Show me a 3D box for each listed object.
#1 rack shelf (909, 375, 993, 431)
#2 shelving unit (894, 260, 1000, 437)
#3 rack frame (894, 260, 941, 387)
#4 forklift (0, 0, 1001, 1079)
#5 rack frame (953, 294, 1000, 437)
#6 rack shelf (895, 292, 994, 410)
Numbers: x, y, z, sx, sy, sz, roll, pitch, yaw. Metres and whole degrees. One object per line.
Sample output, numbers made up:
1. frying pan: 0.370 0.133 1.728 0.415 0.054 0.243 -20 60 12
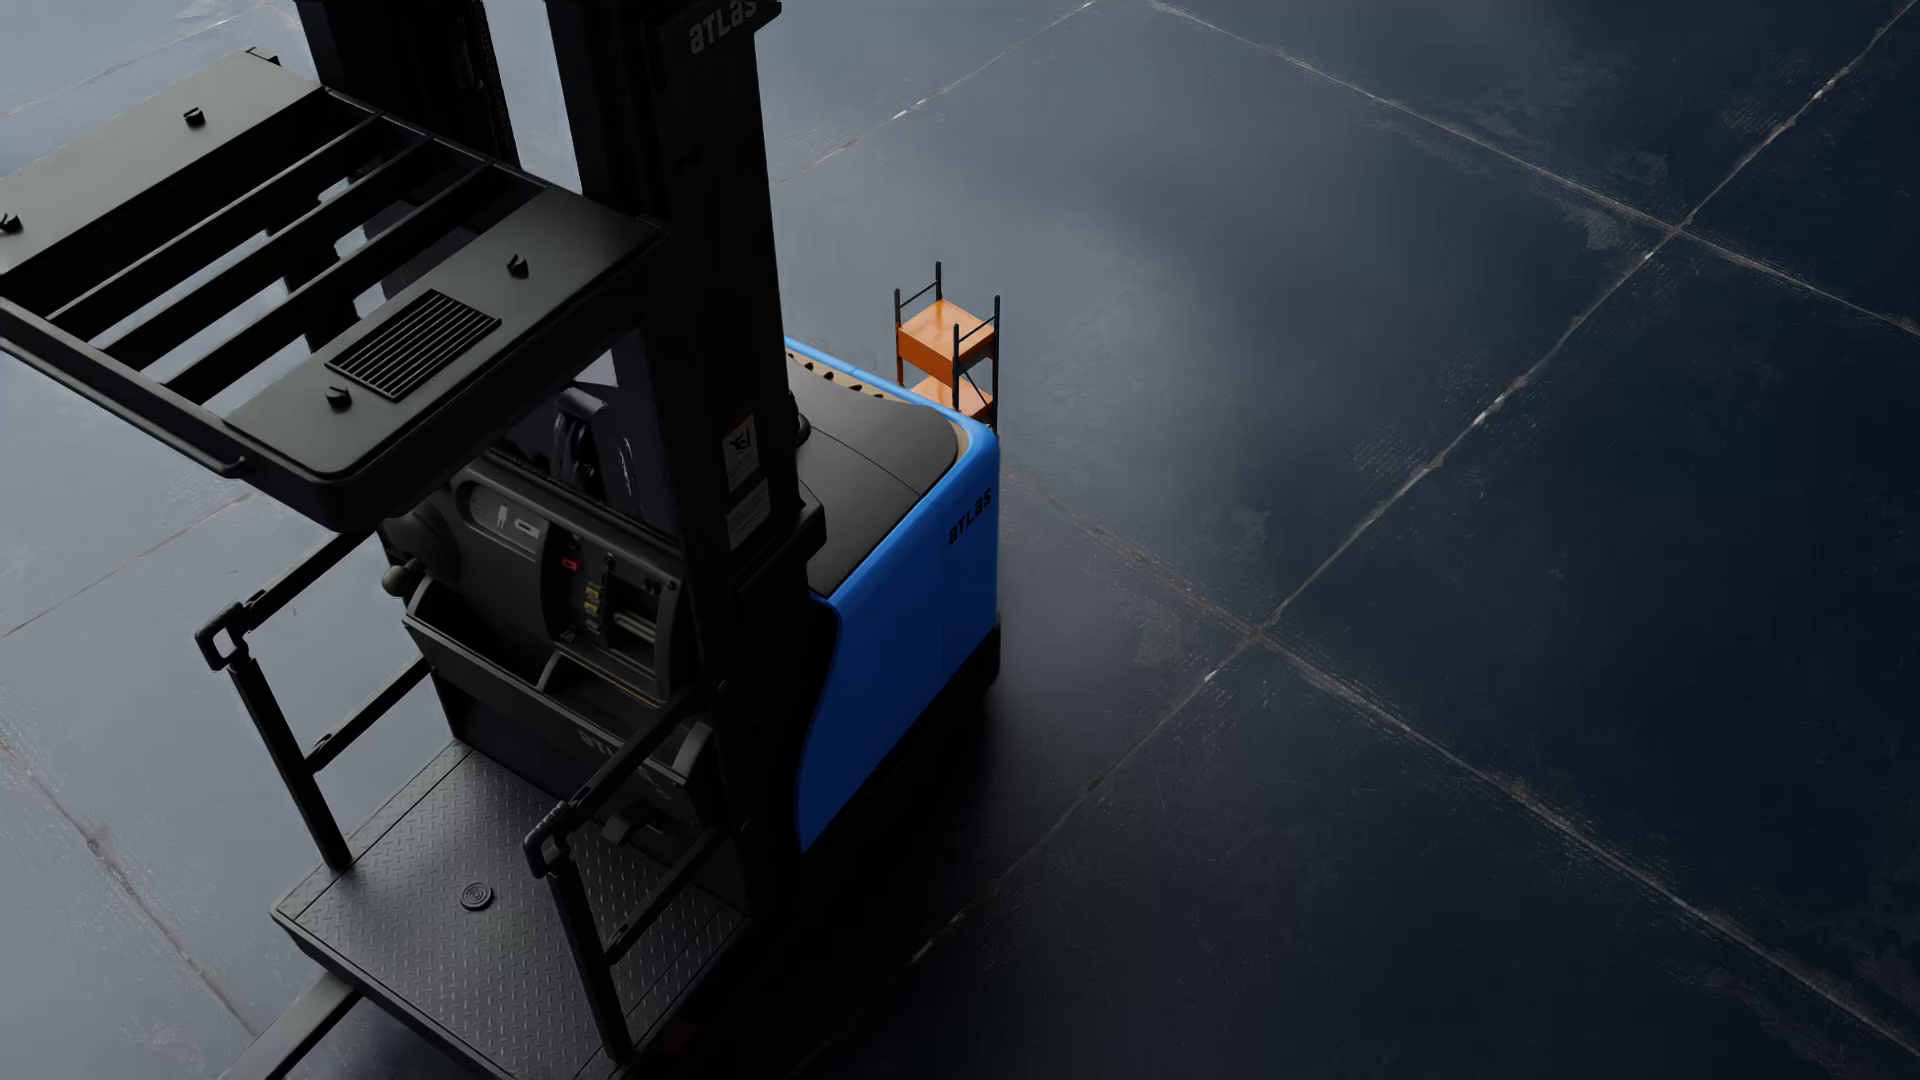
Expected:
1. rack shelf: -0.039 -0.379 5.400 0.240 0.259 0.215 34 55 28
2. shelving unit: -0.039 -0.386 5.392 0.252 1.050 0.215 34 55 28
3. rack frame: -0.129 -0.446 5.449 0.008 1.050 0.200 34 55 28
4. forklift: -1.103 0.137 3.611 1.130 2.935 3.031 26 52 22
5. rack frame: 0.050 -0.326 5.335 0.008 1.050 0.200 34 55 28
6. rack shelf: -0.039 -0.573 5.193 0.240 0.259 0.215 34 55 28
